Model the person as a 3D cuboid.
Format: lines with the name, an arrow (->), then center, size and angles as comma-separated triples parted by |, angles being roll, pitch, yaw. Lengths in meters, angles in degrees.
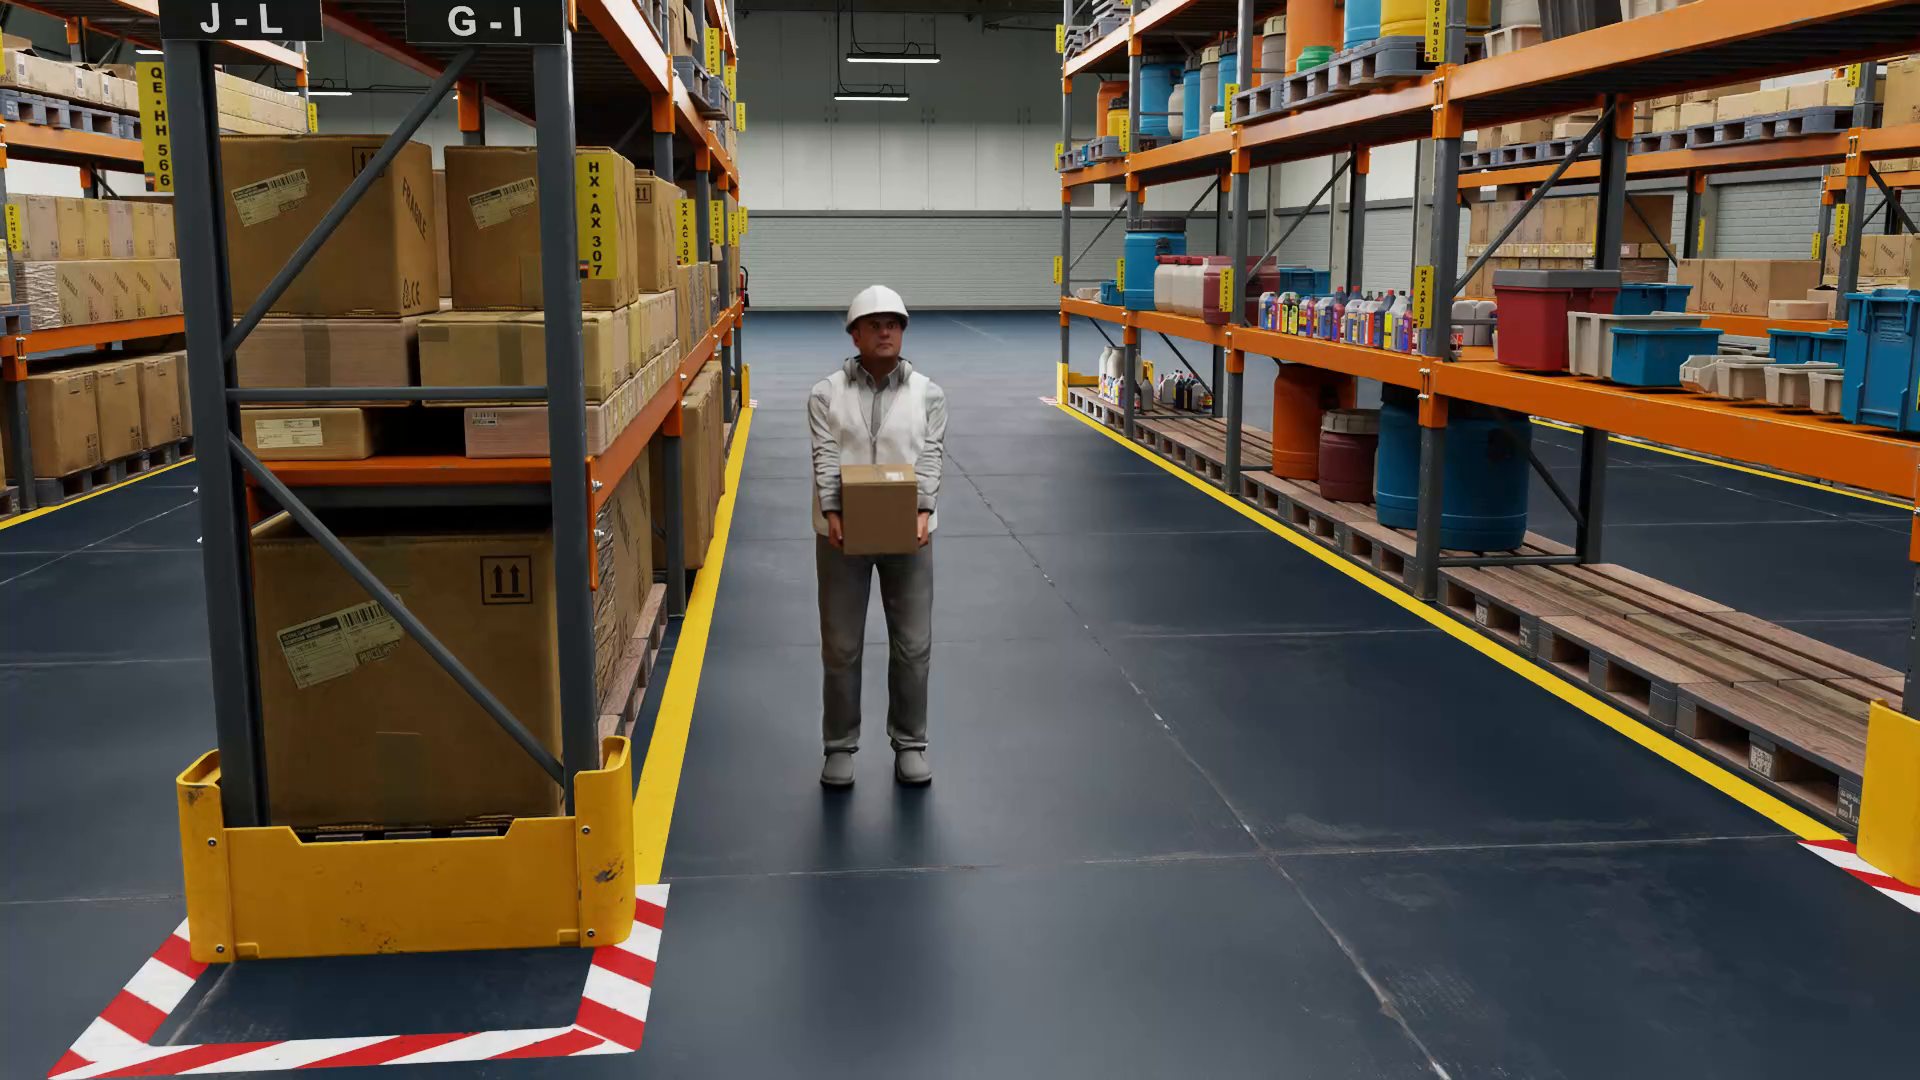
person -> -0.290, -0.018, 5.926 | 0.570, 1.772, 0.456 | -1, 10, -8
